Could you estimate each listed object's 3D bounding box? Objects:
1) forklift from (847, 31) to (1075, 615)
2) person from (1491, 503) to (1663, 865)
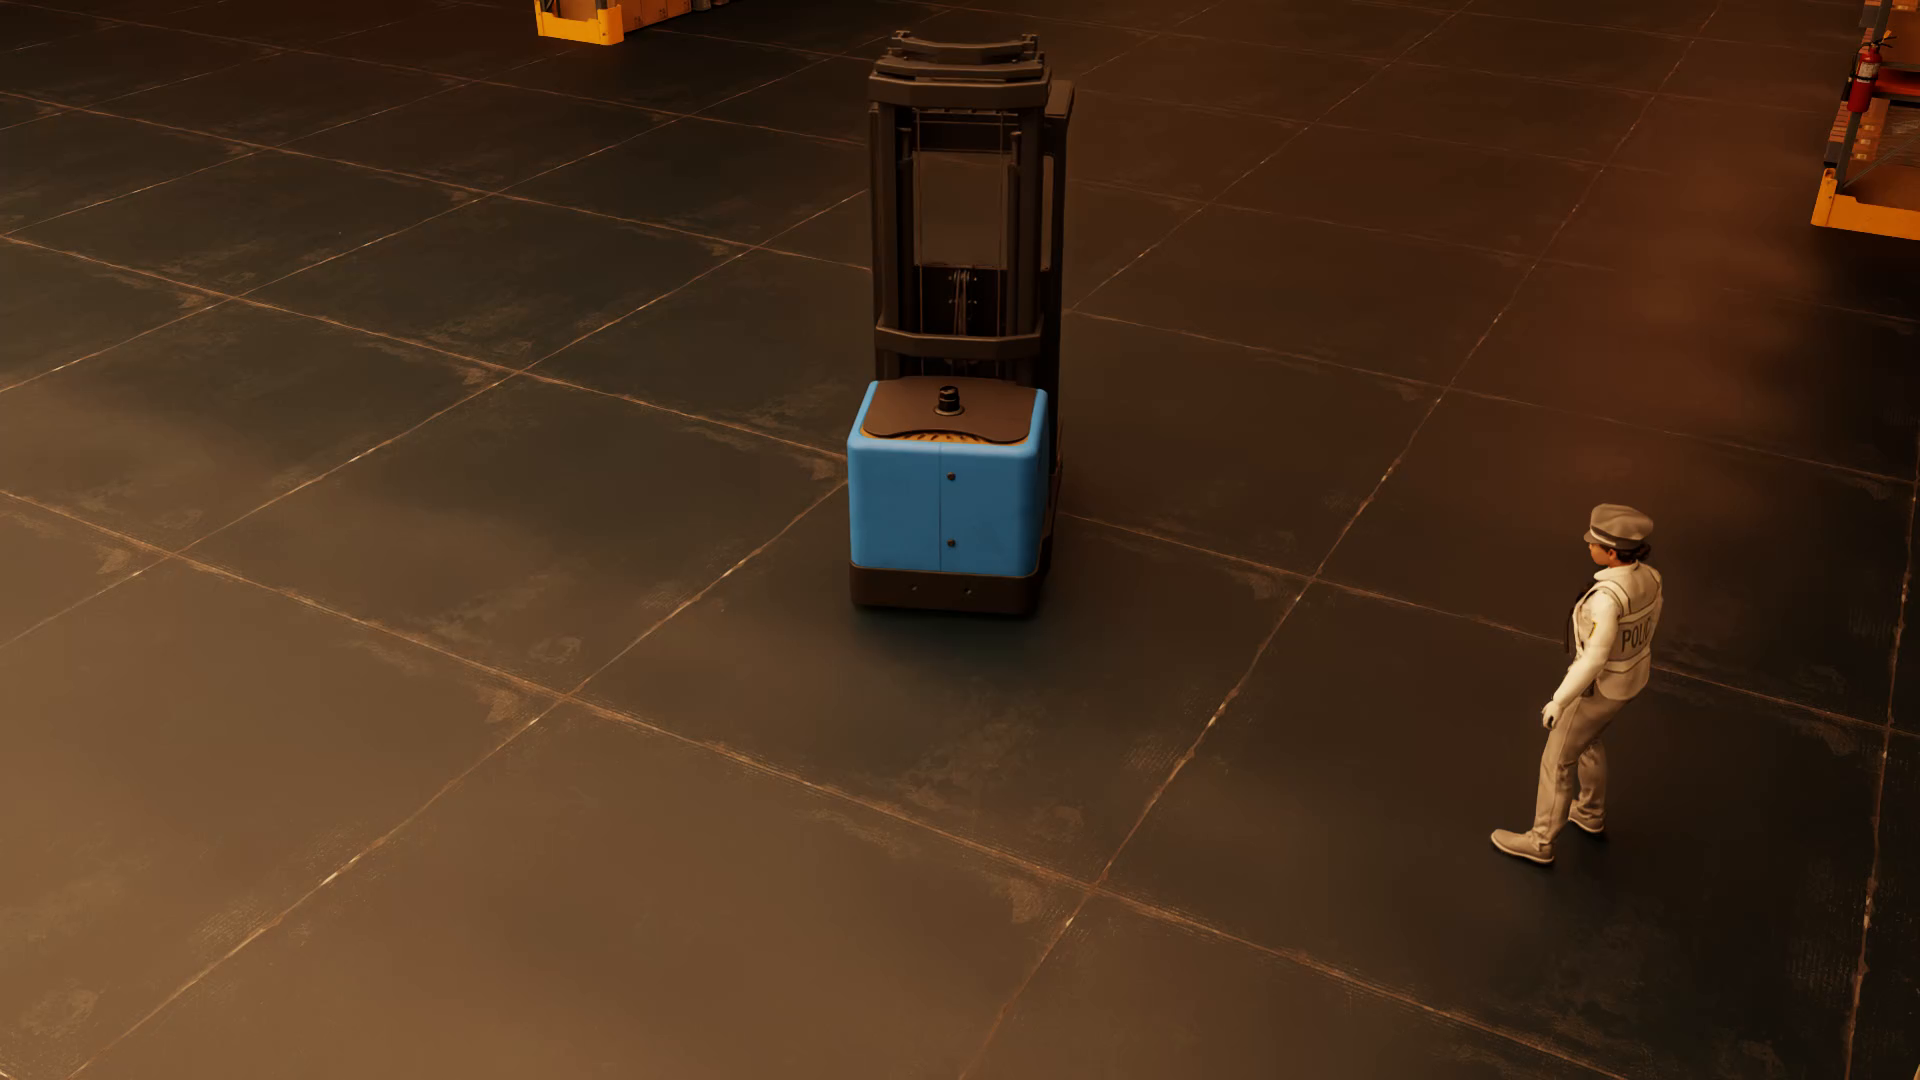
[{"bbox_3d":[0.072,-1.572,9.794,1.130,2.935,3.031,3,30,6],"label":"forklift"},{"bbox_3d":[2.770,0.627,7.268,0.657,1.653,0.388,-26,39,-37],"label":"person"}]
